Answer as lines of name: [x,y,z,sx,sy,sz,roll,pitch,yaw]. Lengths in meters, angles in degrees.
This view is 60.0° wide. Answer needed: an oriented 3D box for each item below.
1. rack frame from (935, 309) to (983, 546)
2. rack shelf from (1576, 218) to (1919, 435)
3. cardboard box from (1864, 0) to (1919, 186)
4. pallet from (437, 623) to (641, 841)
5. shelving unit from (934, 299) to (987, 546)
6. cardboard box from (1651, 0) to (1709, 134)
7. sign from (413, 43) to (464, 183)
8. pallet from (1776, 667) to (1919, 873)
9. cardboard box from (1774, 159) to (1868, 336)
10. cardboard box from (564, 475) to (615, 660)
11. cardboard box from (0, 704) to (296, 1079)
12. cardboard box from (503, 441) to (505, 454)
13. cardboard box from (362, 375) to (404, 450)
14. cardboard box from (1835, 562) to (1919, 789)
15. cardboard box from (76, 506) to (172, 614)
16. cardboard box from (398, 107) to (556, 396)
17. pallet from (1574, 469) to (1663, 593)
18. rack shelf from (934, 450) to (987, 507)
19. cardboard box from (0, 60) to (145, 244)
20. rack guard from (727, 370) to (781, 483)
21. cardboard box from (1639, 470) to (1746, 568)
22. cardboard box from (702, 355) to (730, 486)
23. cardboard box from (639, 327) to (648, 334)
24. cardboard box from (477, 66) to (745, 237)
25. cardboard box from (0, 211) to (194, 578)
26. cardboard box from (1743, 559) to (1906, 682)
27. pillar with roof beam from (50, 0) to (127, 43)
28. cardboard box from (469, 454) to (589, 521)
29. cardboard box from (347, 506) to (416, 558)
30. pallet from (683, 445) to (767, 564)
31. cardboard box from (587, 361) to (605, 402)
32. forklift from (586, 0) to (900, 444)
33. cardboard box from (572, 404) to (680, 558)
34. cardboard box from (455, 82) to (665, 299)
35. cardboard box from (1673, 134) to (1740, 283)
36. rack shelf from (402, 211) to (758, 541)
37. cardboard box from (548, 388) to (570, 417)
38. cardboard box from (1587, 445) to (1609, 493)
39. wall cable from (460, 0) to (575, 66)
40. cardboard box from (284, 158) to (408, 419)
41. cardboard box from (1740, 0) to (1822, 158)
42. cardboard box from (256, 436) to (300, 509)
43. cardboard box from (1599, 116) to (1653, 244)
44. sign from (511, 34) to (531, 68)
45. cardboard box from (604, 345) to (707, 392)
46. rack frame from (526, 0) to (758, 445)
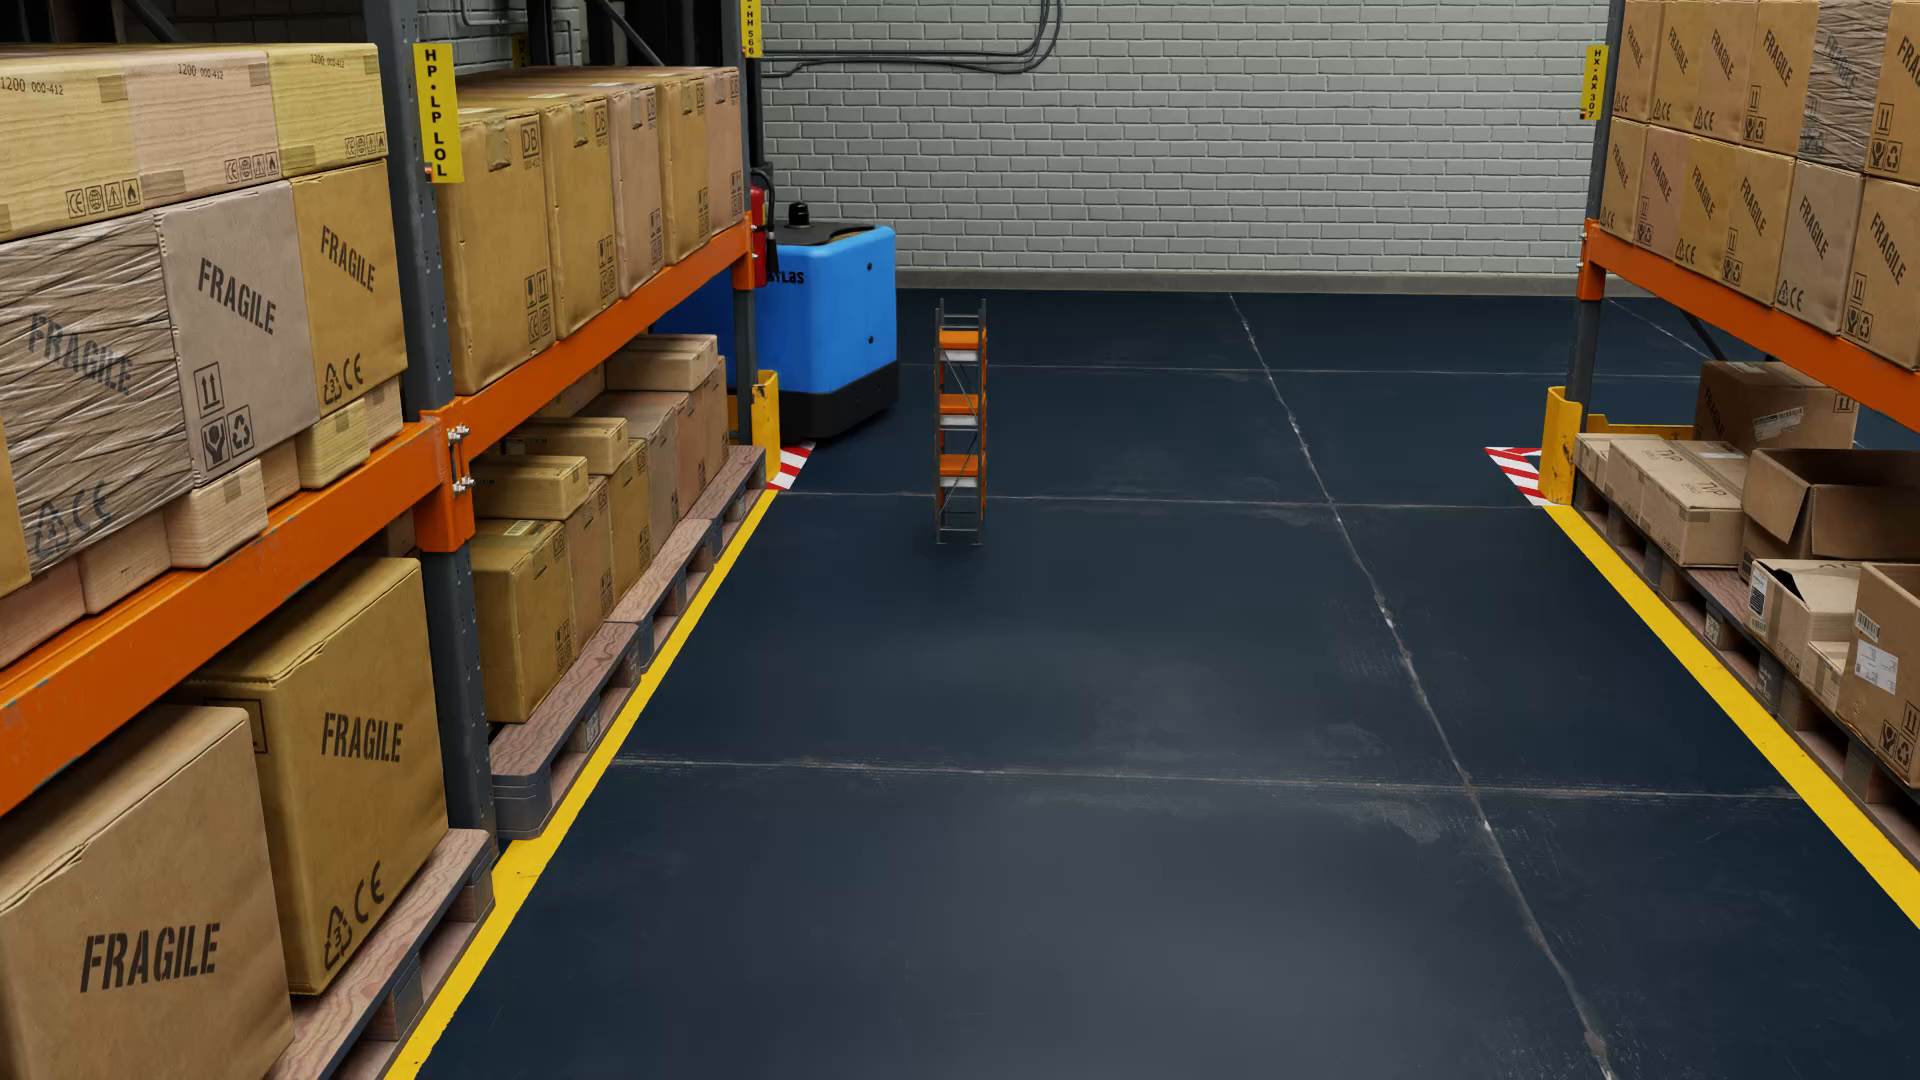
rack frame: [-0.005,-0.478,7.195,0.200,1.050,0.008,1,18,4]
rack shelf: [3.284,-0.692,5.874,1.077,0.370,4.000,1,18,4]
cardboard box: [2.953,-1.258,4.678,0.500,0.500,0.500,1,18,3]
pallet: [-1.668,0.568,5.350,1.003,0.211,1.213,1,18,4]
shelving unit: [0.004,-0.516,7.310,0.215,1.050,0.252,1,18,4]
cardboard box: [3.103,-1.884,6.588,0.500,0.500,0.500,1,18,4]
sign: [-1.259,-1.026,4.005,0.100,0.325,0.005,1,18,4]
pallet: [3.191,0.699,4.952,1.003,0.211,1.213,1,18,4]
cardboard box: [2.991,-0.941,5.318,0.500,0.500,0.500,2,18,5]
cardboard box: [-1.606,0.080,5.702,0.700,0.500,0.500,1,18,3]
cardboard box: [-1.778,0.780,3.002,0.750,0.750,0.750,2,18,6]
cardboard box: [-1.780,-0.356,5.990,0.380,0.149,0.250,1,18,4]
cardboard box: [-1.543,-0.301,3.897,0.380,0.149,0.250,1,18,4]
cardboard box: [2.898,0.382,4.747,0.500,0.500,0.500,1,18,4]
cardboard box: [-1.645,0.015,2.932,0.380,0.149,0.250,1,18,4]
cardboard box: [-1.746,-0.833,4.667,0.980,0.700,0.700,2,18,5]
pallet: [3.366,-0.059,7.264,1.003,0.211,1.213,1,18,4]
rack shelf: [0.004,-0.241,7.400,0.215,0.259,0.240,1,18,4]
cardboard box: [-1.662,-0.610,2.591,0.500,0.250,0.500,2,18,5]
rack guard: [-1.512,-0.584,8.404,1.175,0.500,0.348,1,18,4]
cardboard box: [3.034,-0.085,6.574,0.500,0.250,0.500,1,18,4]
cardboard box: [-1.464,-0.557,7.645,0.700,0.500,0.500,1,18,4]
cardboard box: [-1.655,-0.908,7.677,0.380,0.149,0.250,1,18,4]
cardboard box: [-1.541,-1.749,7.461,0.980,0.700,0.700,2,18,6]
cardboard box: [-1.654,-0.257,2.721,0.500,0.500,0.500,1,18,4]
cardboard box: [2.952,0.239,5.487,0.500,0.311,0.500,1,18,4]
pillar with roof beam: [1.681,-3.514,3.696,9.100,9.000,0.400,1,18,4]
cardboard box: [-1.438,-0.175,5.437,0.380,0.149,0.250,2,18,6]
cardboard box: [-1.853,-0.032,5.001,0.380,0.149,0.250,1,18,4]
pallet: [-1.493,-0.190,7.663,1.003,0.211,1.213,1,18,4]
cardboard box: [-1.709,-0.673,6.959,0.380,0.149,0.250,1,18,4]
forklift: [-1.922,-2.179,9.365,3.031,2.935,1.130,7,19,20]
cardboard box: [-1.536,-0.245,6.694,0.700,0.500,0.500,1,18,2]
cardboard box: [-1.645,-1.286,6.049,0.980,0.700,0.700,0,18,1]
cardboard box: [3.062,-1.255,6.275,0.500,0.500,0.500,1,18,4]
rack shelf: [-1.657,-0.802,6.208,1.077,0.370,4.000,1,18,4]
cardboard box: [-1.744,-0.515,6.475,0.380,0.149,0.250,1,18,4]
cardboard box: [3.037,-0.318,7.420,0.380,0.166,0.250,1,18,4]
wall cable: [-2.366,-2.666,9.112,0.084,1.984,1.851,1,18,4]
cardboard box: [-1.582,-0.572,3.681,0.500,0.500,0.500,1,18,3]
cardboard box: [3.026,-1.571,5.633,0.500,0.500,0.500,1,18,3]
cardboard box: [-1.601,-0.143,3.414,0.380,0.149,0.250,2,18,6]
cardboard box: [3.132,-1.571,7.240,0.500,0.500,0.500,2,18,5]
sign: [-2.067,-2.228,7.888,0.100,0.325,0.005,1,18,4]
cardboard box: [-1.309,-0.742,7.168,0.380,0.149,0.250,2,18,5]
rack frame: [-1.514,-1.765,7.992,1.000,3.000,0.127,1,18,4]
